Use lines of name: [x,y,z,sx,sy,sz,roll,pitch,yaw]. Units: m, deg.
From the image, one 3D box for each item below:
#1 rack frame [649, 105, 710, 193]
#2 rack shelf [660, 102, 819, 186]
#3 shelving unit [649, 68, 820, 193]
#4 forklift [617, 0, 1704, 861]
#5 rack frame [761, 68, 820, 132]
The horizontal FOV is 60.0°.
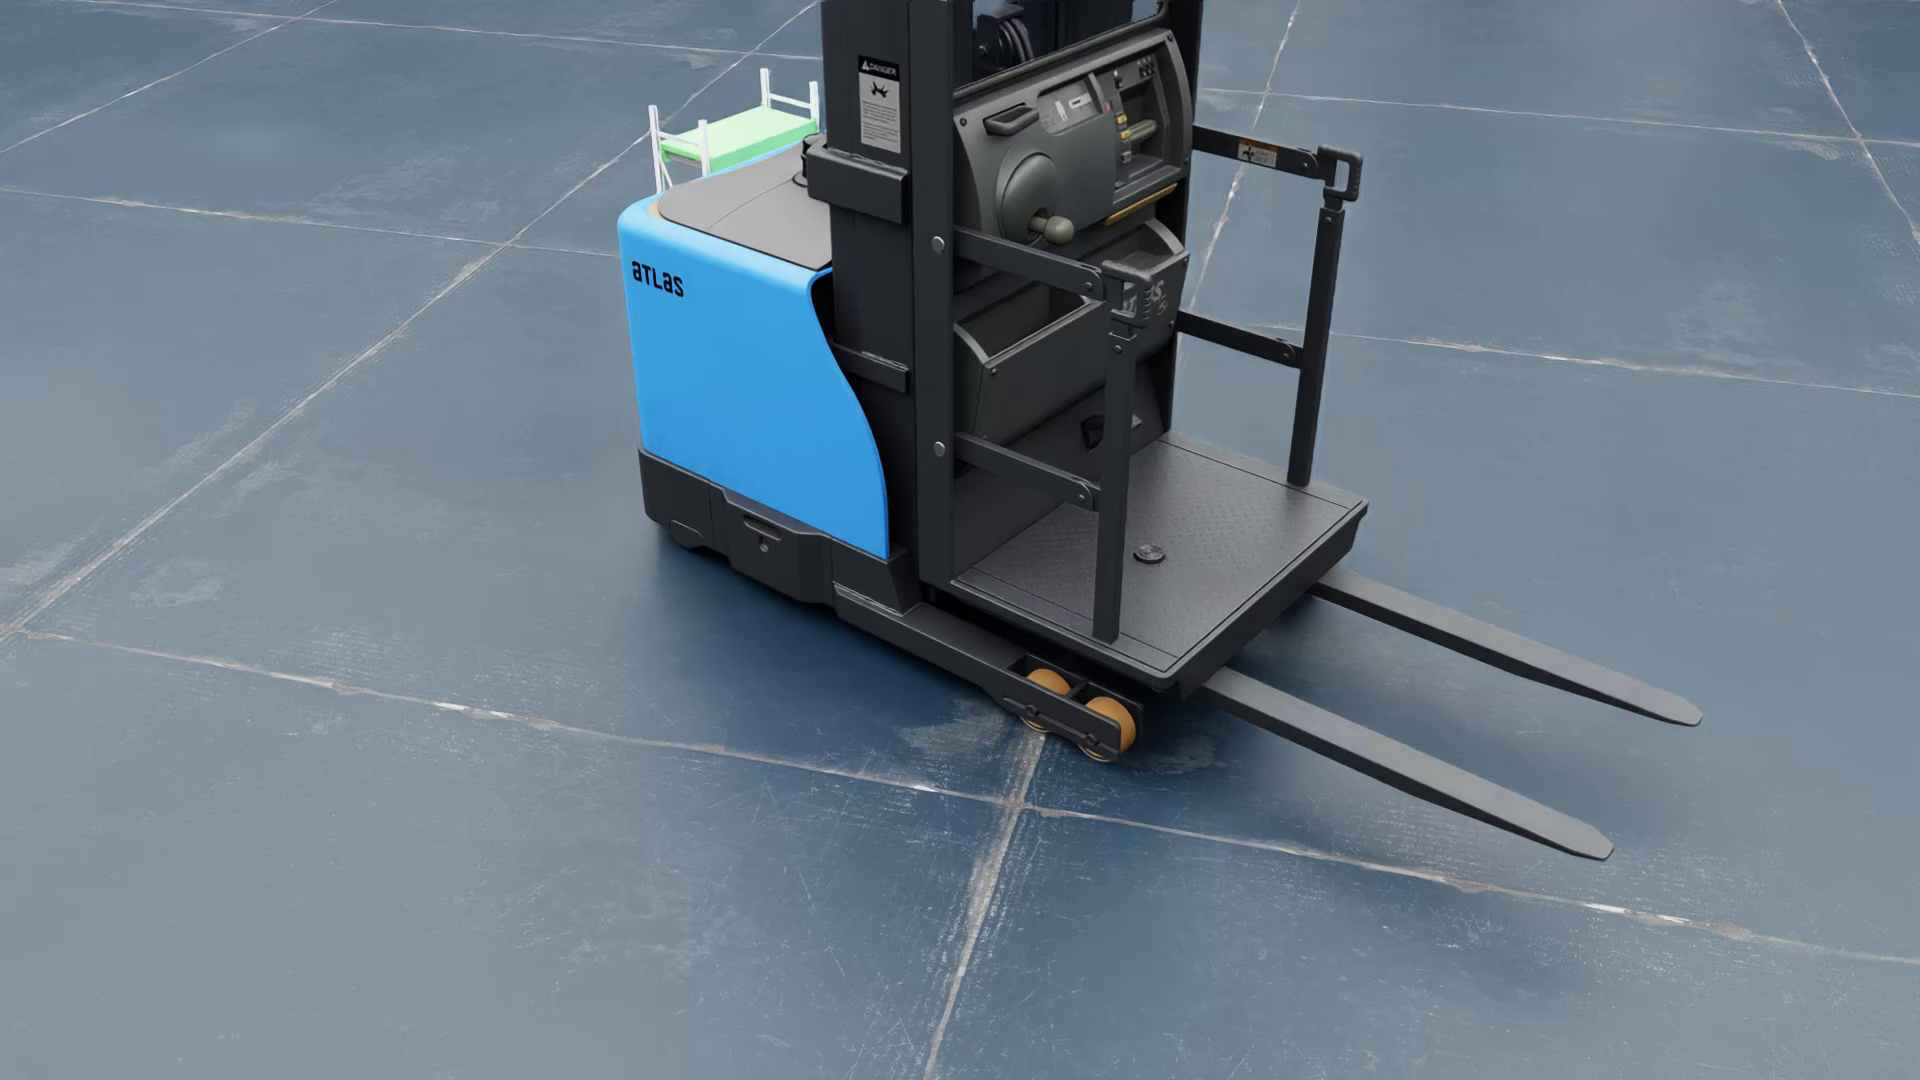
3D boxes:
rack frame: [-0.859,-0.790,5.374,0.240,1.200,0.015,23,39,32]
rack shelf: [-0.706,-1.243,5.311,0.258,0.148,0.480,23,39,32]
shelving unit: [-0.706,-0.892,5.534,0.258,1.200,0.503,23,39,32]
forklift: [0.468,-0.982,4.062,3.031,2.935,1.130,23,39,32]
rack frame: [-0.553,-0.994,5.695,0.240,1.200,0.015,23,39,32]
